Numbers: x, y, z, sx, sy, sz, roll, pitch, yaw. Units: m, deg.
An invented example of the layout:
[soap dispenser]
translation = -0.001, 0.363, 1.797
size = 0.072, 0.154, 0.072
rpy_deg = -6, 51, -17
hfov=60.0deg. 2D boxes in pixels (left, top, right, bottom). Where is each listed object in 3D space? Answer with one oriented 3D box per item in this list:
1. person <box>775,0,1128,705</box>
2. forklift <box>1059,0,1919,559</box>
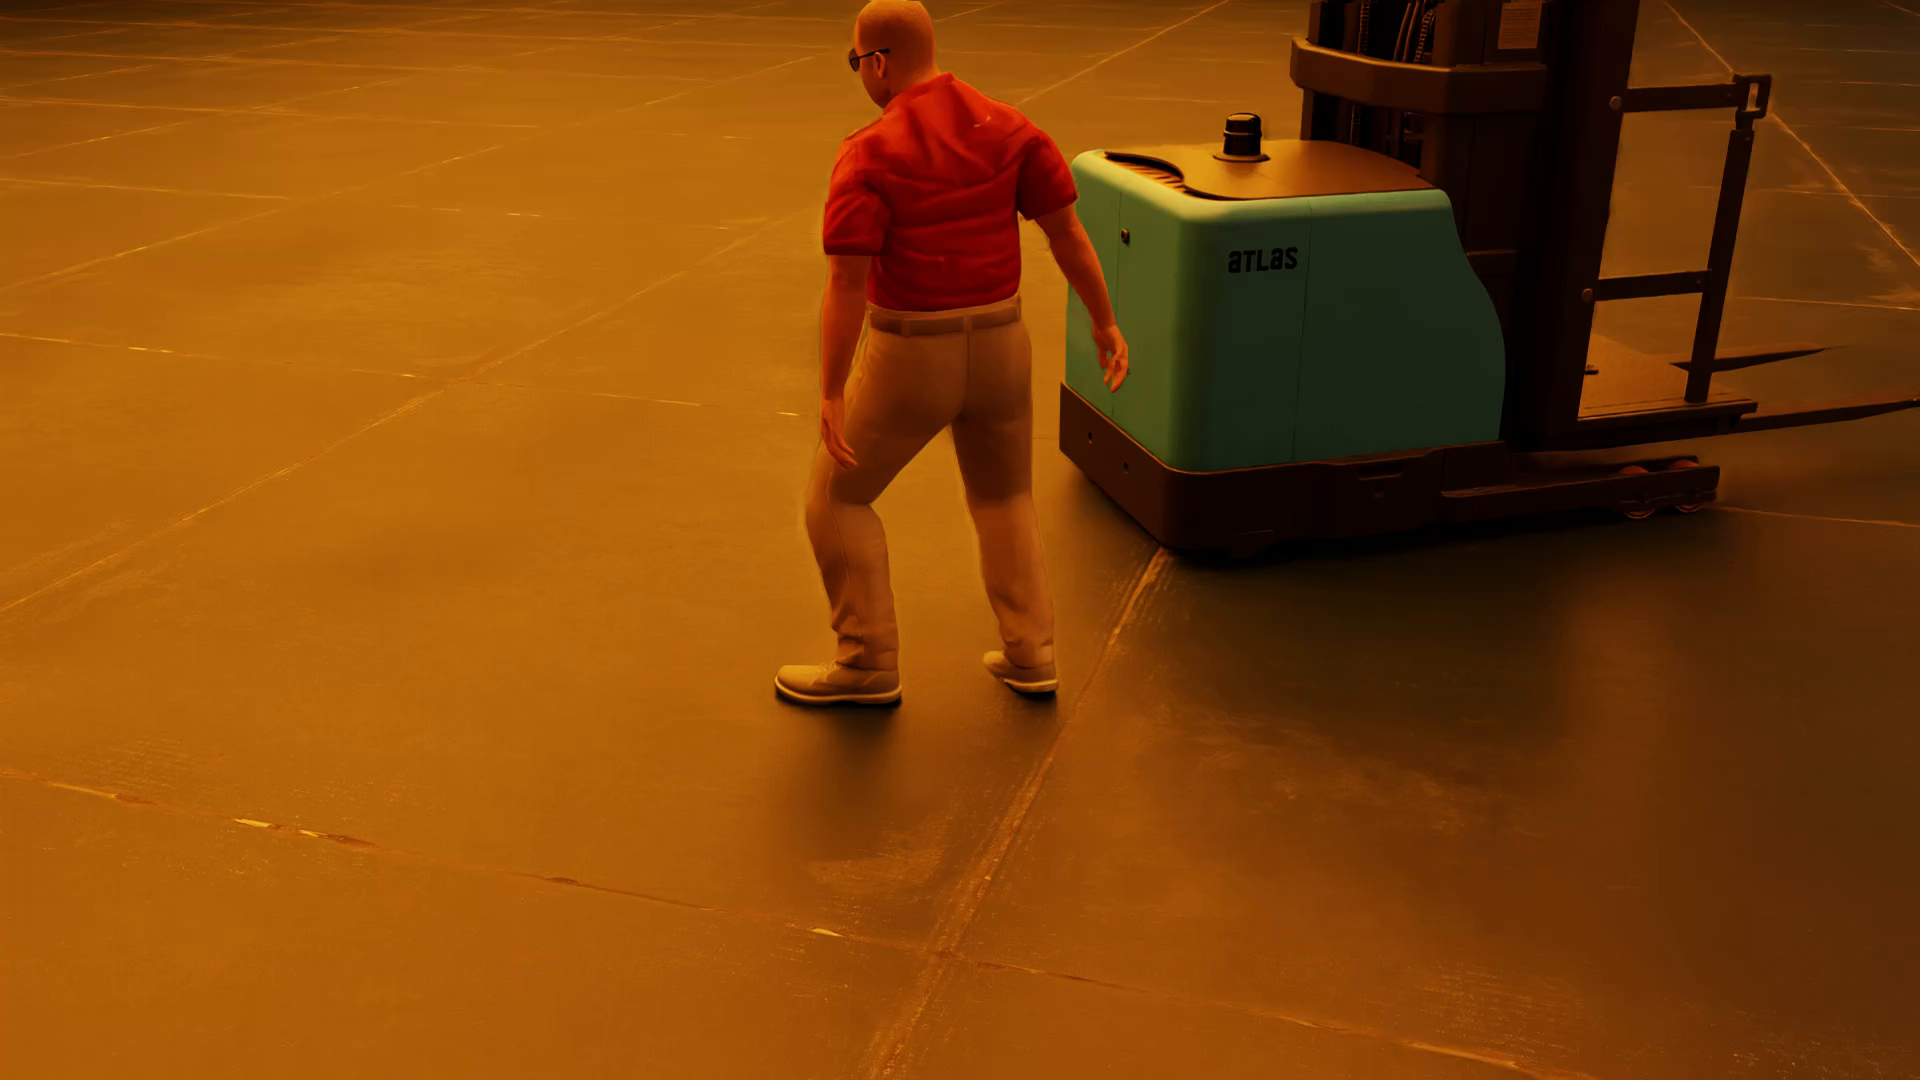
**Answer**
[person]
translation = -0.020, -0.403, 3.971
size = 0.896, 1.713, 0.456
rpy_deg = -9, 24, -20
[forklift]
translation = 1.914, -1.607, 5.172
size = 3.031, 2.935, 1.130
rpy_deg = -7, 23, -16
